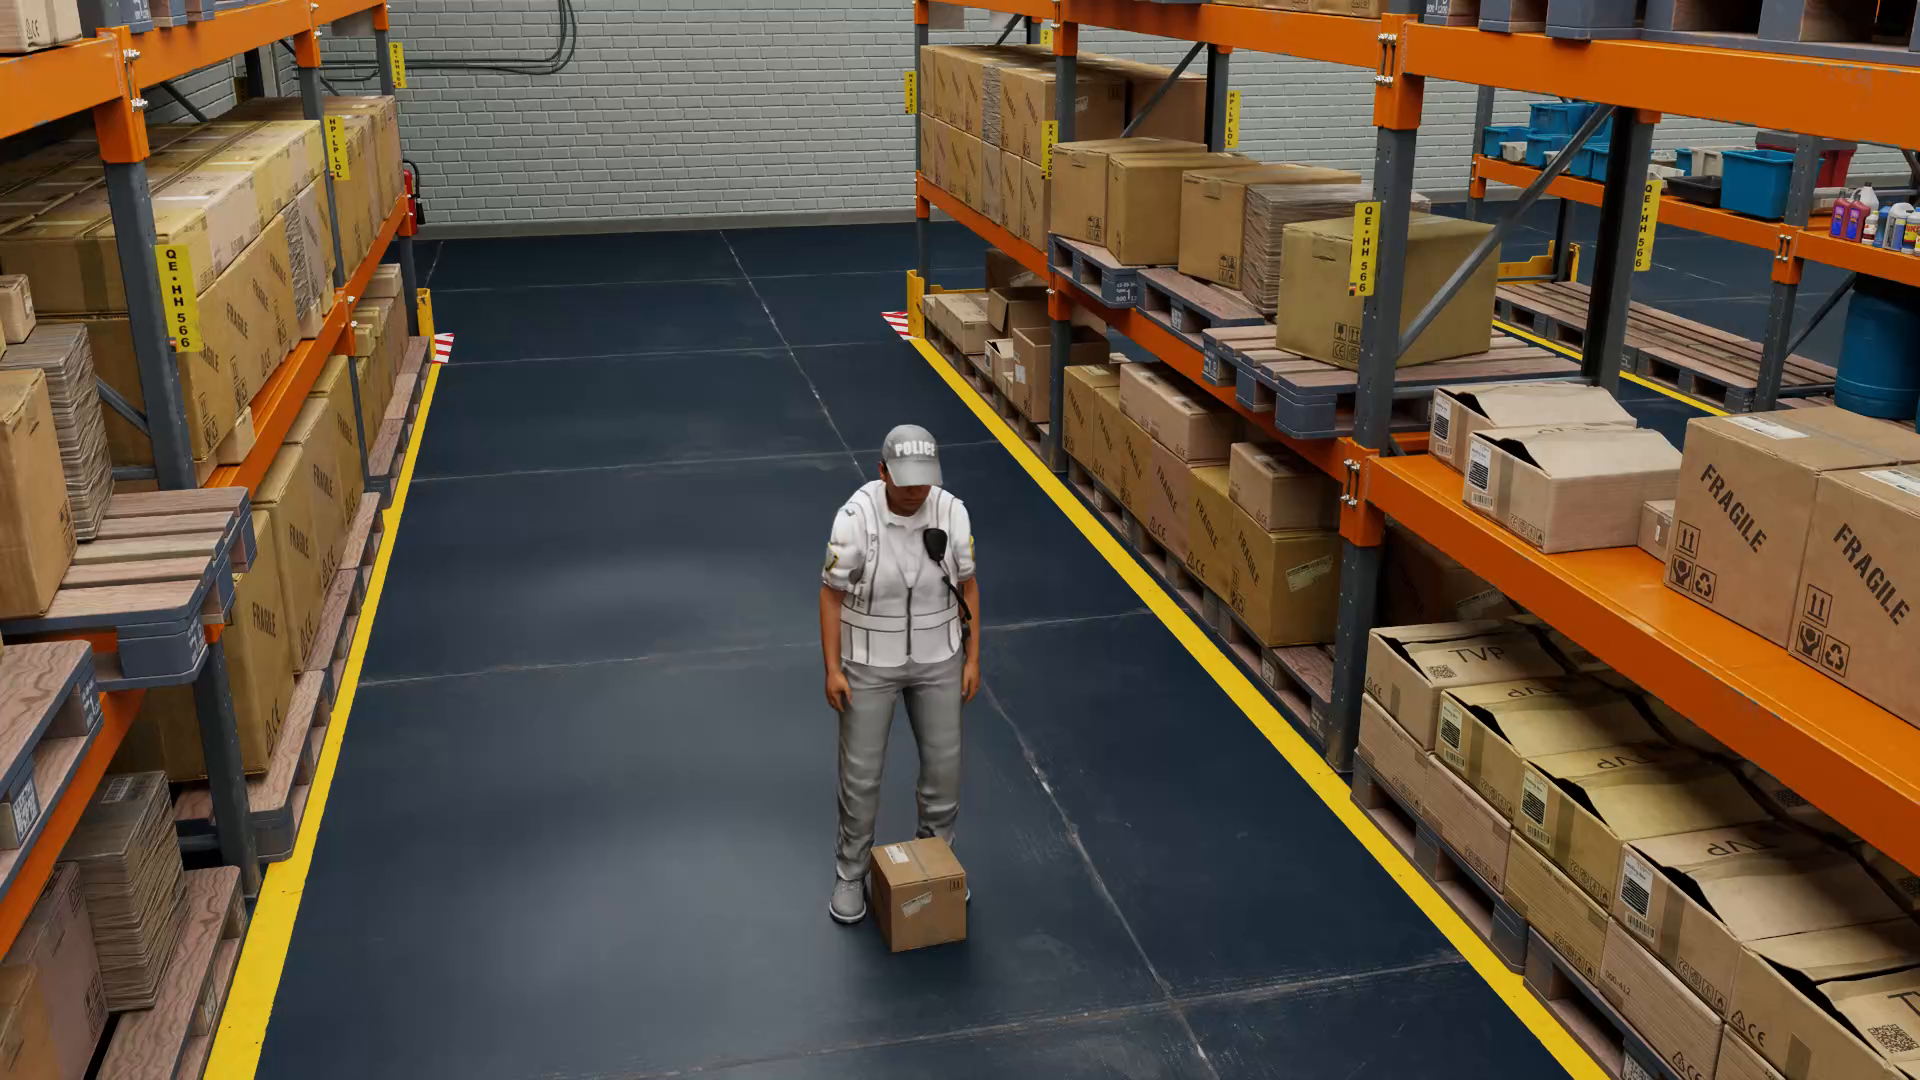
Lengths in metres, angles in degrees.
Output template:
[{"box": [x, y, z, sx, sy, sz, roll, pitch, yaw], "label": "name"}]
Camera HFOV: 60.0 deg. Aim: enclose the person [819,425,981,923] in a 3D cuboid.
[{"box": [-0.191, 0.417, 5.400, 0.538, 1.666, 0.465, -4, 20, -12], "label": "person"}]
